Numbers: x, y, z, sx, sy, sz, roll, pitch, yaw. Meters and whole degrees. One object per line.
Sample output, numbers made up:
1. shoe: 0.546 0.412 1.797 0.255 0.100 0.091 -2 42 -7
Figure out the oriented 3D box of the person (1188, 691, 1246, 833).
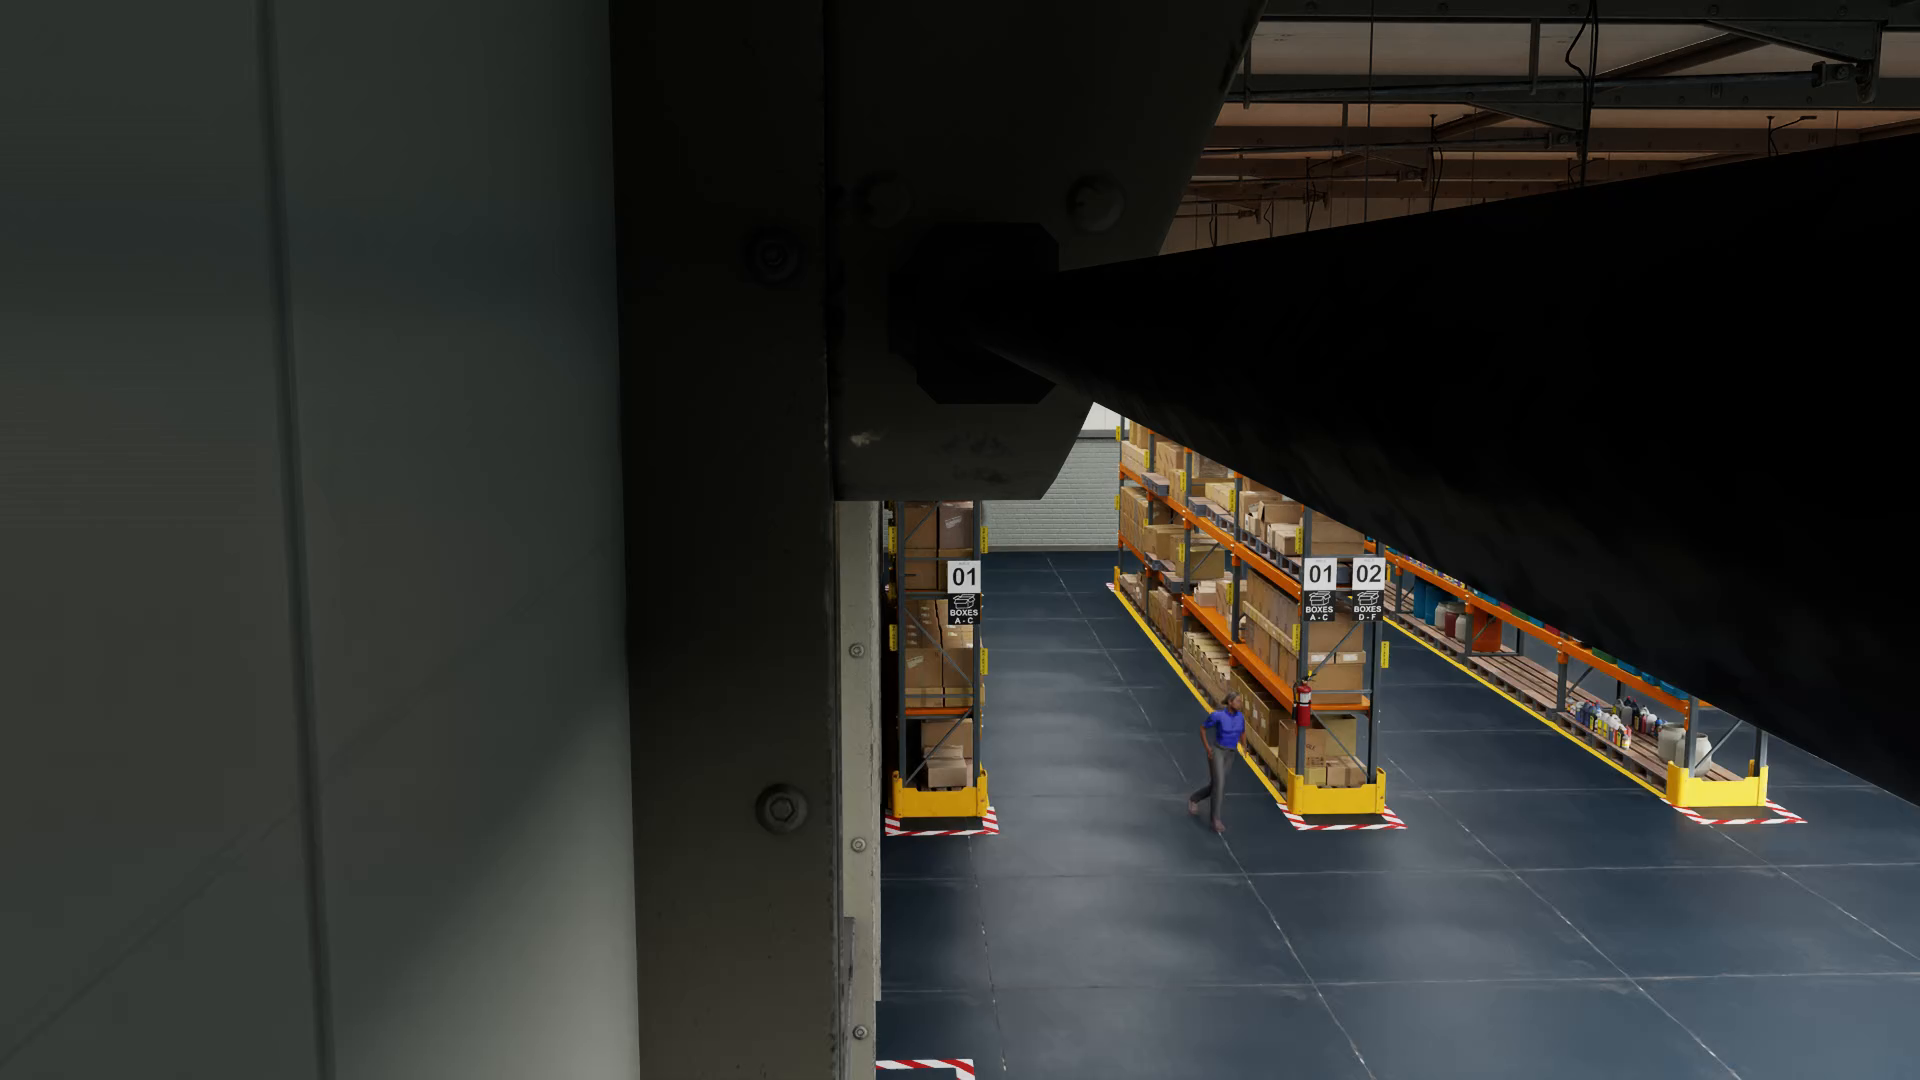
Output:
1. person: 3.187 2.635 20.303 0.694 1.620 0.833 -5 10 -33
